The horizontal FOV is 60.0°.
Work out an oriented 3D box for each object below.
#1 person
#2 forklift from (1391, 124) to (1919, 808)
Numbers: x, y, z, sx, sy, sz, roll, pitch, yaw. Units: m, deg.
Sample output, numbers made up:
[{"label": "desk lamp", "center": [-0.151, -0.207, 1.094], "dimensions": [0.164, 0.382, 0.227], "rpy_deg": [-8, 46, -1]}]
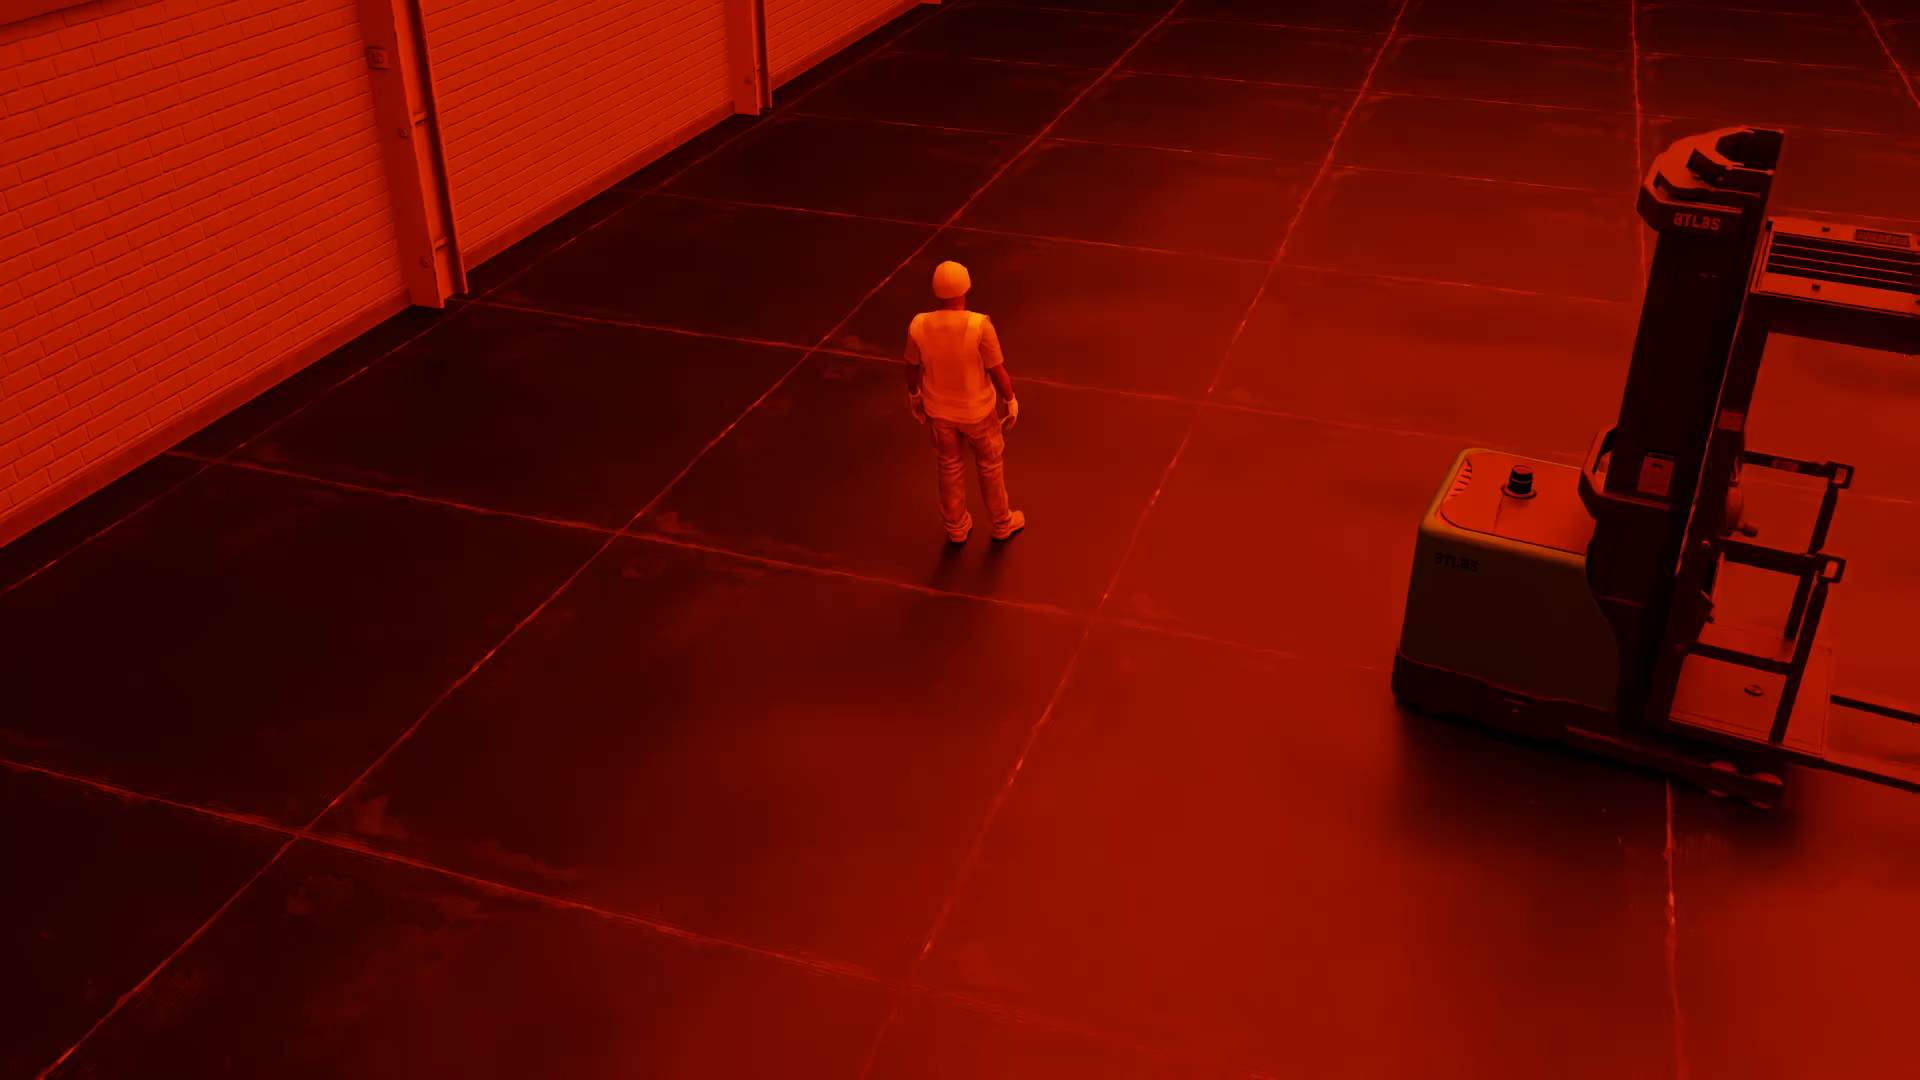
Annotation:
[{"label": "person", "center": [0.032, -0.813, 9.707], "dimensions": [0.656, 1.782, 0.577], "rpy_deg": [10, 31, 16]}, {"label": "forklift", "center": [3.780, -0.305, 7.672], "dimensions": [3.031, 2.935, 1.130], "rpy_deg": [14, 33, 23]}]
